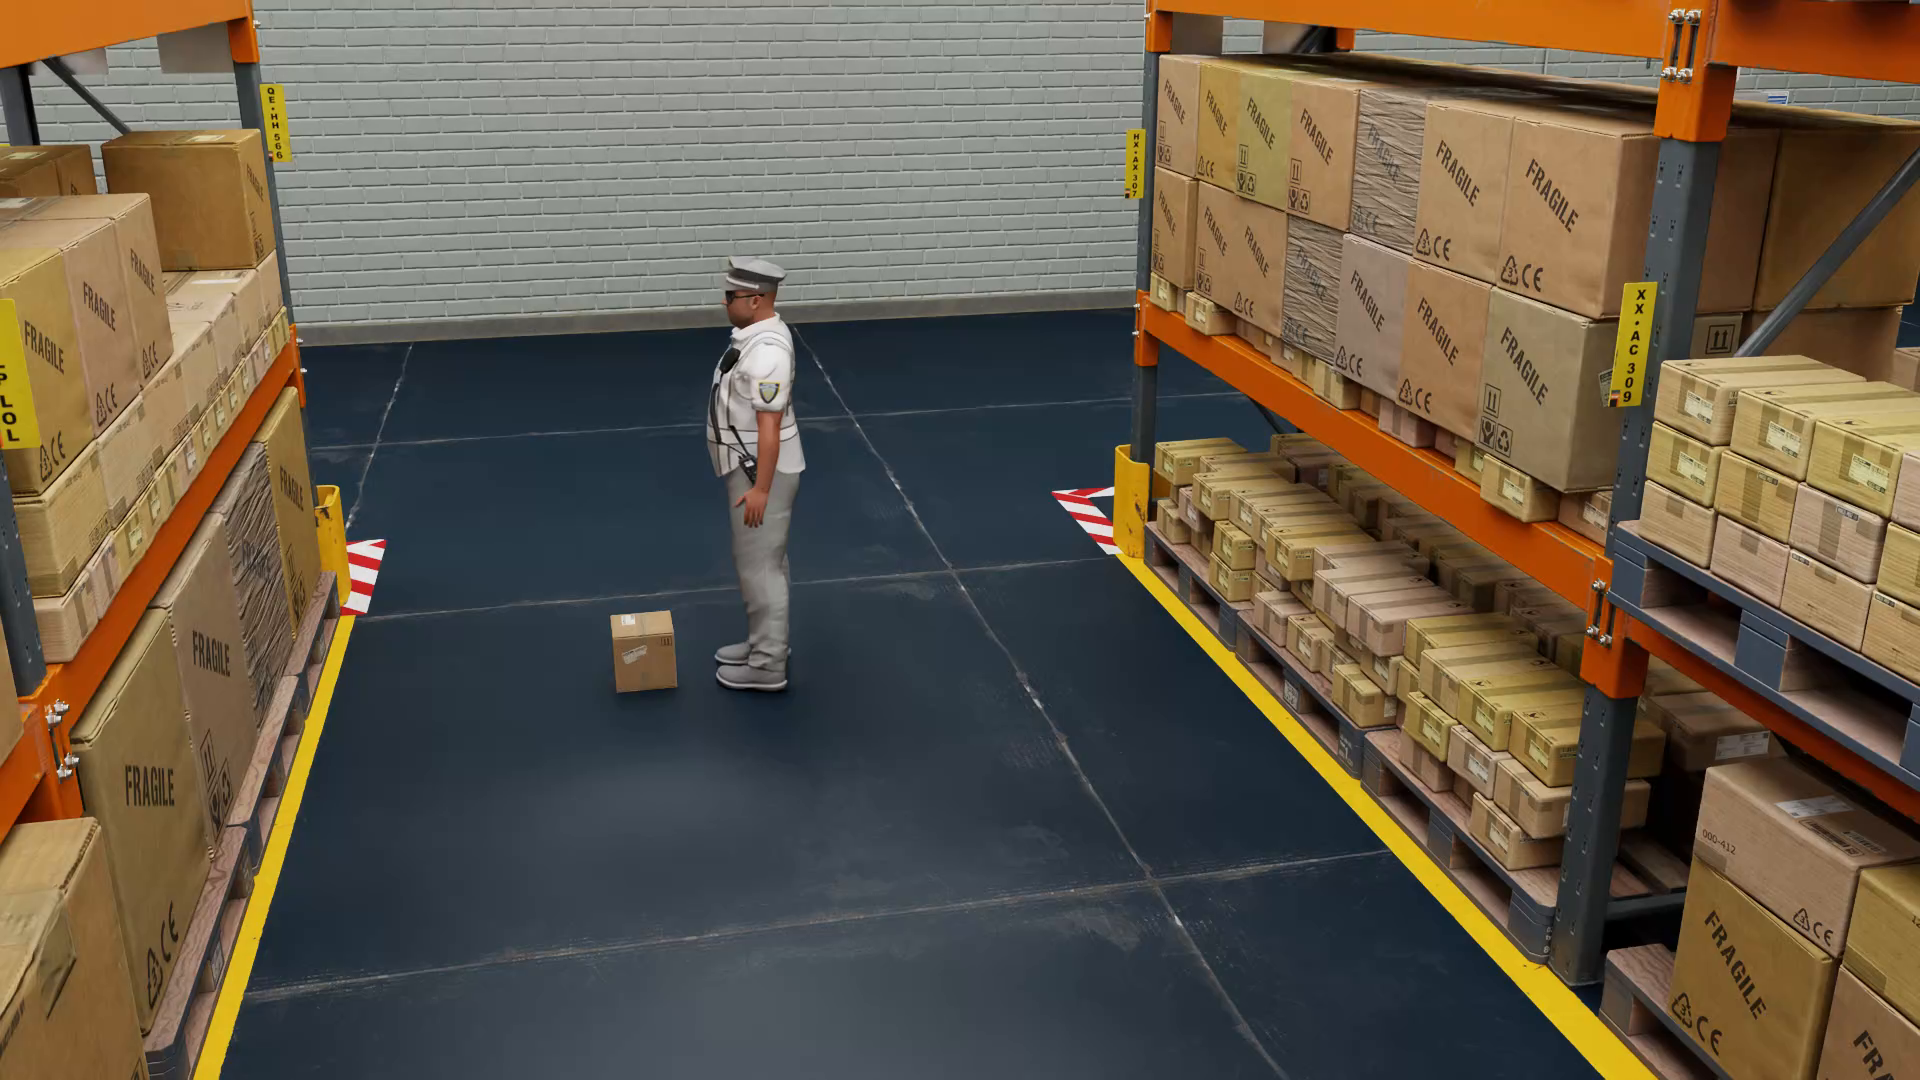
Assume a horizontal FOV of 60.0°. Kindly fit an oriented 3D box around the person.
[{"bbox_3d":[-0.842,-0.287,6.834,0.409,1.766,0.590,-3,20,-8],"label":"person"}]
